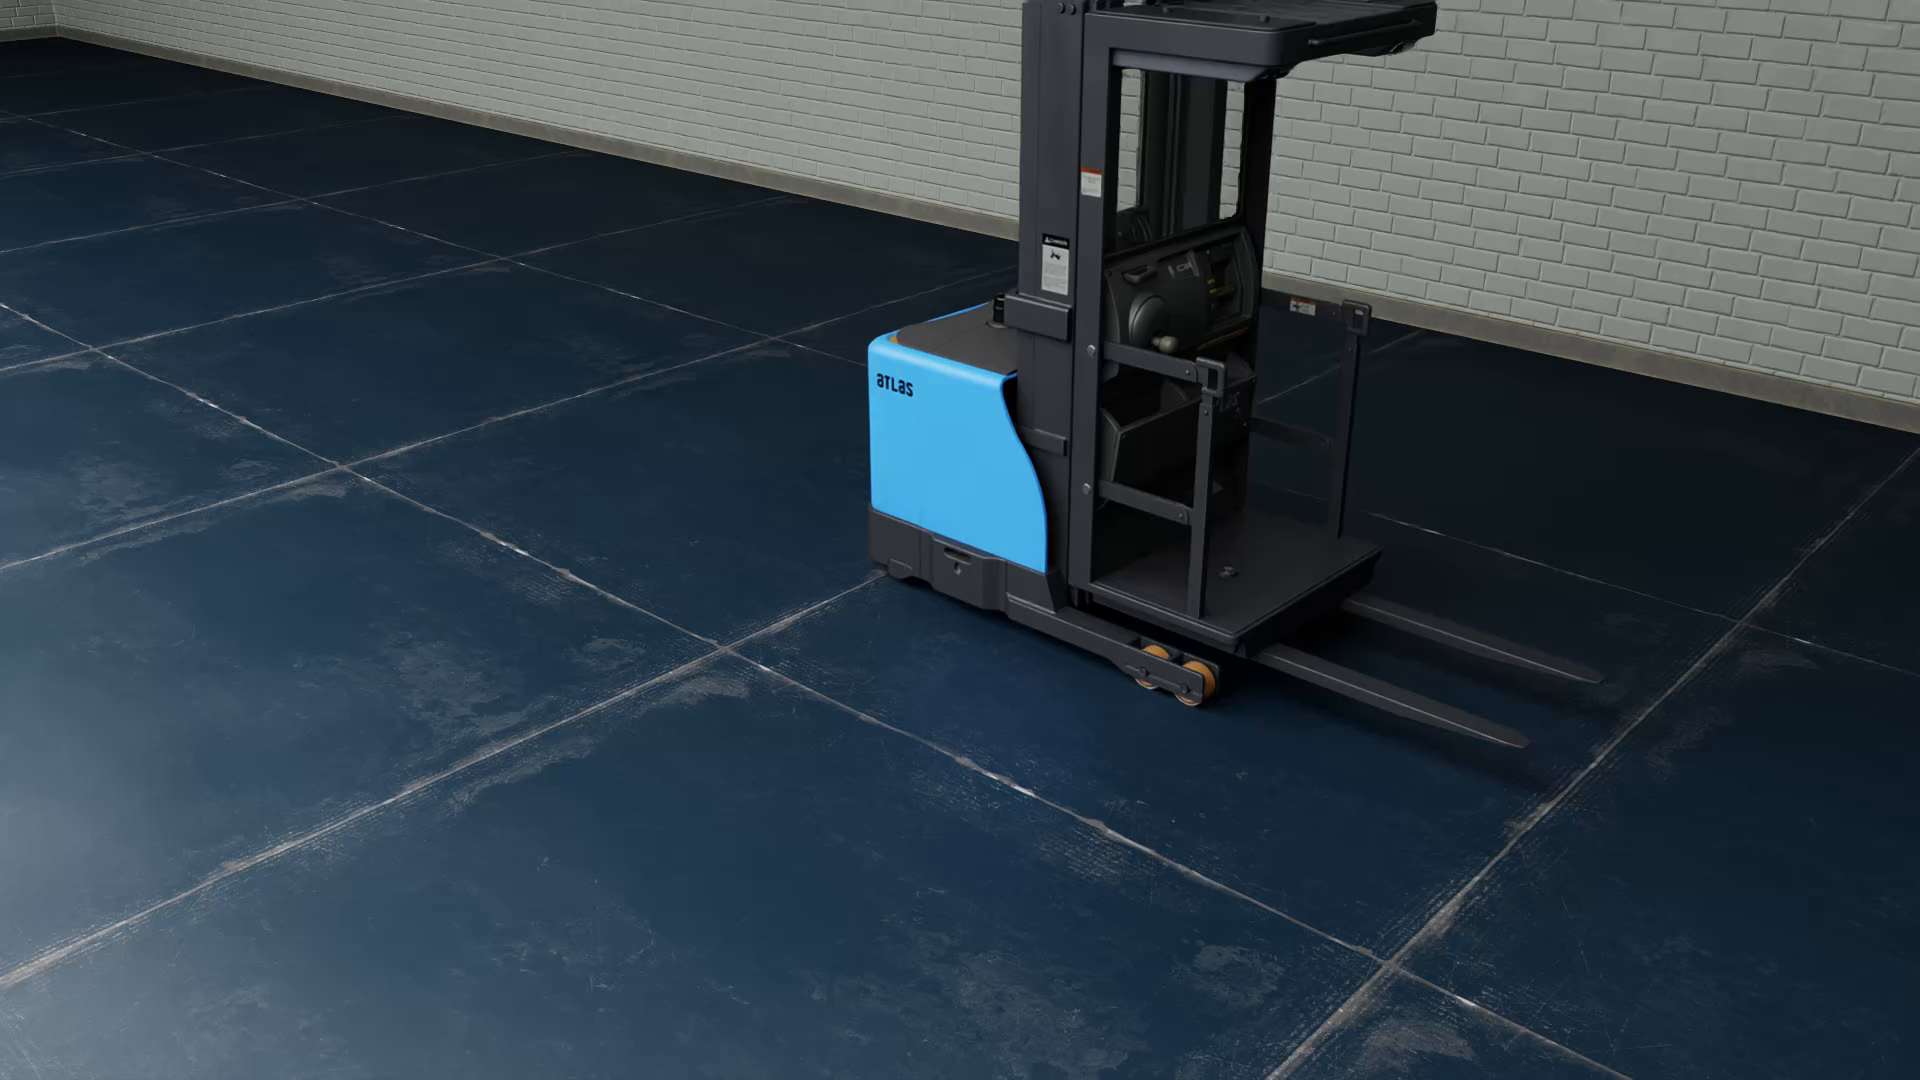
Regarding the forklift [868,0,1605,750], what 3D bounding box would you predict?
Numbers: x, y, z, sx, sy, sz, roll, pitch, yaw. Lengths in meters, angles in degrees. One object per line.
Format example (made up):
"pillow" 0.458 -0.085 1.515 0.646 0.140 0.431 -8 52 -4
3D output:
"forklift" 1.020 -0.947 6.279 3.031 2.935 1.130 21 31 38
